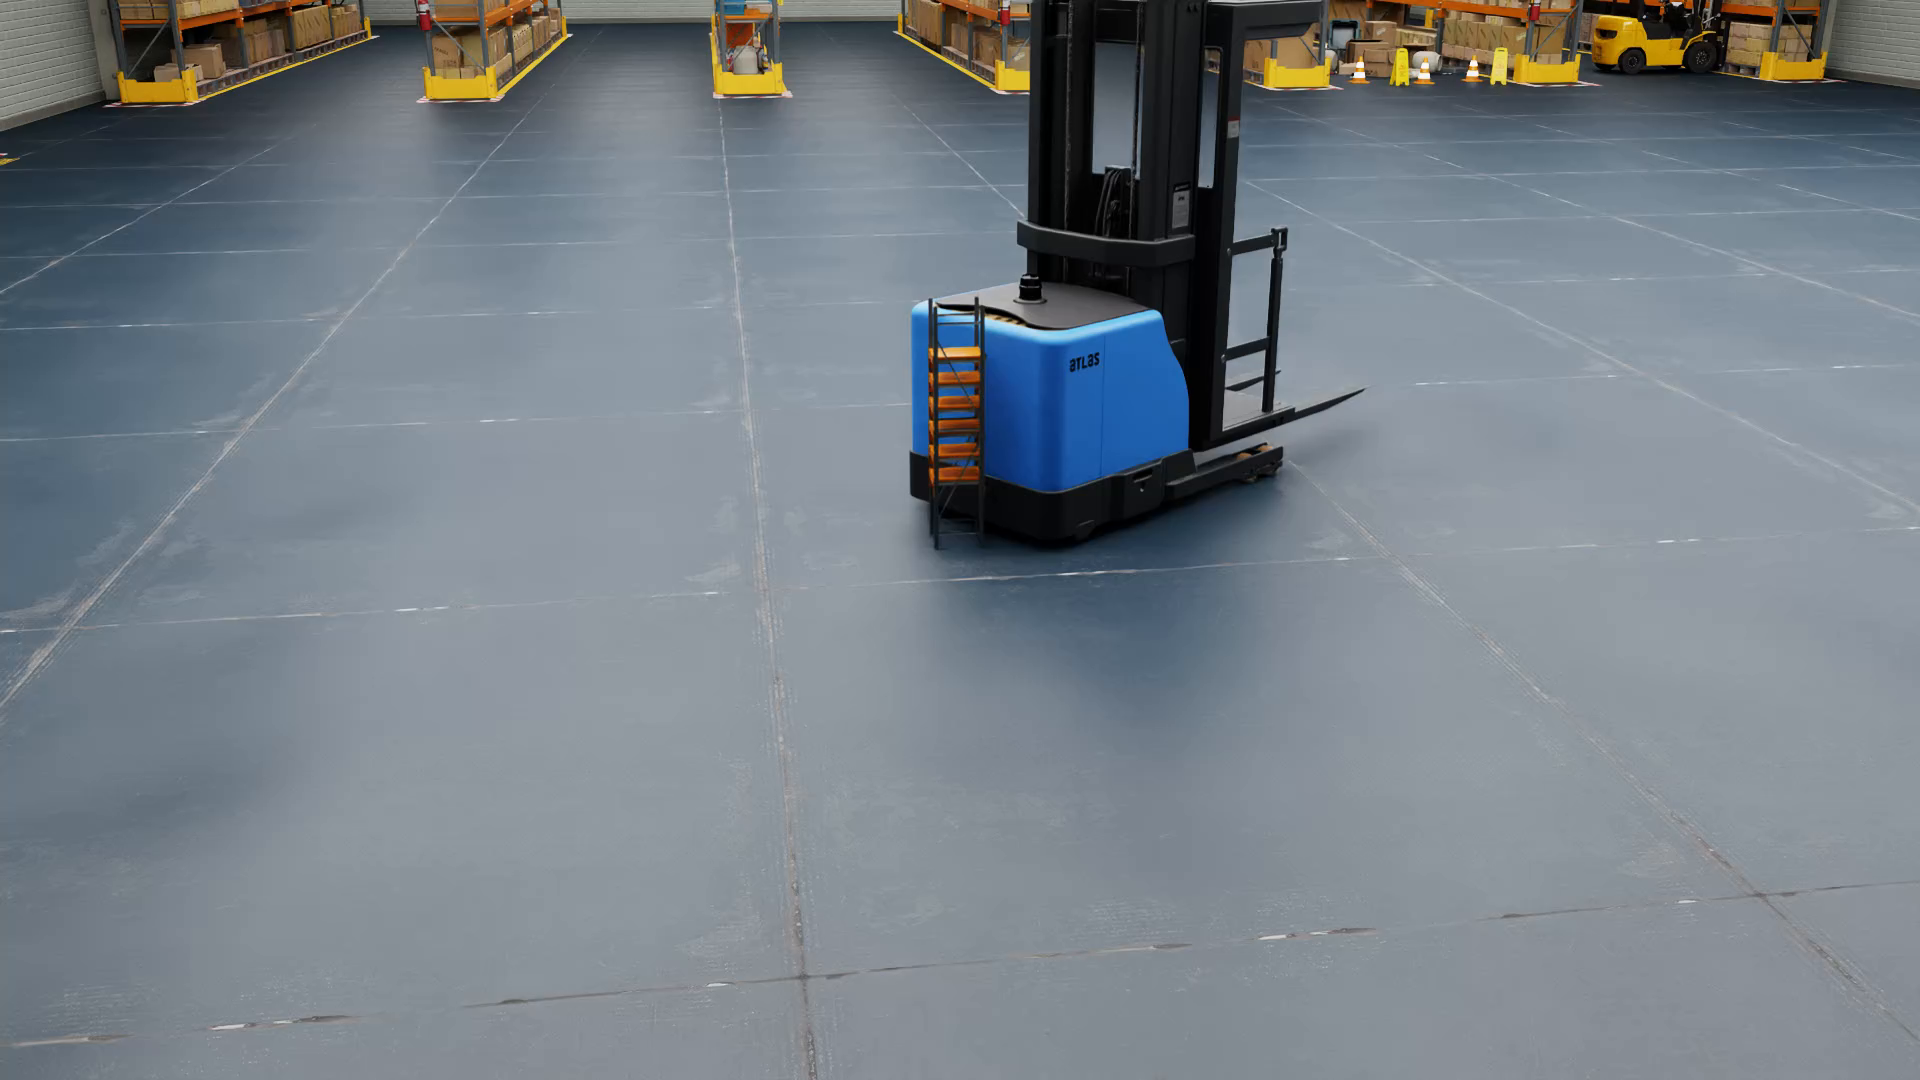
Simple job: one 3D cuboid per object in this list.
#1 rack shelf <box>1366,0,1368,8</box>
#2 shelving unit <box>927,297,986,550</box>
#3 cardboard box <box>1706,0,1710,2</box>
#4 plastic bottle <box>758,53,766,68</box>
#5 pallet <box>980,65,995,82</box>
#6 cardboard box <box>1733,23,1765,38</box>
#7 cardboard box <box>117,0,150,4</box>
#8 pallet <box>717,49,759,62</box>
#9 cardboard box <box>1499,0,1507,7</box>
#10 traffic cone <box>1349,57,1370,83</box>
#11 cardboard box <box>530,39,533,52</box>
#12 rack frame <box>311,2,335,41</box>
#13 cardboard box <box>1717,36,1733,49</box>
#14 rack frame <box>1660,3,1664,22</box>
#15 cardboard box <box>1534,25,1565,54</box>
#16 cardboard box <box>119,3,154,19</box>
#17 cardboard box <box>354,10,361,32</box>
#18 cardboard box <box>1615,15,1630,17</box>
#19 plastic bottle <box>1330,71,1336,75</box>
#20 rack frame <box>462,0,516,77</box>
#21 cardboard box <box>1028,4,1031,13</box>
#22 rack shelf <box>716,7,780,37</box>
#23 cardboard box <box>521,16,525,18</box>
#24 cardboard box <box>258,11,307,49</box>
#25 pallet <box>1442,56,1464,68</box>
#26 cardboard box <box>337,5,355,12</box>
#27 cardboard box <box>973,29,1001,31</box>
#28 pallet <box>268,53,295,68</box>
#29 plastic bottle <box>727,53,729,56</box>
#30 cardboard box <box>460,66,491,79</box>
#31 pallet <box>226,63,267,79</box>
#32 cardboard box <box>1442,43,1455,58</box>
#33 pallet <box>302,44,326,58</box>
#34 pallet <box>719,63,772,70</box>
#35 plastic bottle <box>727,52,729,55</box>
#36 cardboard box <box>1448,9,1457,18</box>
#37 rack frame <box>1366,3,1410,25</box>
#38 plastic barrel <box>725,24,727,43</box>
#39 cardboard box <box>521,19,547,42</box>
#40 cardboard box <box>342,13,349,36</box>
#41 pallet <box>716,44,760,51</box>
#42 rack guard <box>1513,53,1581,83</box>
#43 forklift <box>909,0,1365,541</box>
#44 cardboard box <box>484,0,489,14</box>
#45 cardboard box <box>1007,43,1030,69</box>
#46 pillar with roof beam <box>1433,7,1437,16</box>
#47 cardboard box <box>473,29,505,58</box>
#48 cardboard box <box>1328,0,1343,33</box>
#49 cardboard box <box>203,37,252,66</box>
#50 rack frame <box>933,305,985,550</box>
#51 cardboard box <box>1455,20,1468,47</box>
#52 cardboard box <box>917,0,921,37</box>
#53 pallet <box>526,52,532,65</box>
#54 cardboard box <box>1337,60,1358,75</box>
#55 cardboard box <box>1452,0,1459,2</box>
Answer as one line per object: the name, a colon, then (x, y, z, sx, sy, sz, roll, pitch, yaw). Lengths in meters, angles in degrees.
rack shelf: (9.604, -13.148, 40.160, 1.077, 0.370, 4.000, -3, 21, -8)
shelving unit: (-0.017, -0.551, 7.975, 0.258, 1.200, 0.189, -3, 21, -8)
cardboard box: (15.352, -11.185, 33.732, 0.500, 0.500, 0.500, -3, 21, -8)
plastic bottle: (-3.767, -9.145, 31.678, 0.152, 0.276, 0.135, -3, 21, -7)
pallet: (0.974, -8.947, 31.870, 1.003, 0.211, 1.213, -3, 21, -8)
cardboard box: (15.503, -9.972, 32.528, 0.500, 0.250, 0.500, -3, 21, -7)
cardboard box: (-13.744, -9.216, 27.719, 0.500, 0.500, 0.500, -3, 21, -8)
pallet: (-4.742, -10.466, 35.937, 1.003, 0.211, 1.213, -3, 21, -8)
cardboard box: (10.551, -10.283, 31.821, 0.380, 0.149, 0.250, -3, 21, -7)
traffic cone: (7.491, -8.805, 31.130, 0.336, 0.463, 0.334, -3, 21, -8)
cardboard box: (-9.400, -10.533, 35.460, 0.500, 0.250, 0.500, -2, 21, -6)
rack frame: (-15.195, -12.928, 38.543, 1.000, 3.000, 0.127, -3, 21, -8)
cardboard box: (15.421, -9.922, 33.109, 0.500, 0.250, 0.500, -3, 21, -9)
rack frame: (15.381, -11.659, 35.146, 1.000, 3.000, 0.127, -3, 21, -8)
cardboard box: (11.199, -9.584, 31.847, 0.500, 0.500, 0.500, -4, 21, -10)
cardboard box: (-13.725, -8.865, 27.849, 0.500, 0.250, 0.500, -3, 21, -7)
cardboard box: (-15.572, -13.102, 41.980, 0.700, 0.500, 0.500, -3, 21, -8)
cardboard box: (15.080, -11.453, 37.387, 0.875, 0.625, 0.625, -4, 21, -10)
plastic bottle: (7.253, -9.195, 32.747, 0.283, 0.061, 0.133, -11, 23, -26)
rack frame: (-9.141, -10.409, 31.800, 1.000, 3.000, 0.127, -3, 21, -8)
cardboard box: (1.434, -9.516, 29.766, 0.380, 0.149, 0.250, -3, 21, -8)
rack shelf: (-3.950, -9.629, 30.737, 1.077, 0.370, 4.000, -3, 21, -8)
cardboard box: (-10.465, -12.035, 39.095, 0.500, 0.500, 0.500, -4, 21, -10)
cardboard box: (-14.595, -10.994, 35.837, 0.750, 0.750, 0.750, -3, 21, -8)
pallet: (10.601, -9.871, 34.342, 1.003, 0.211, 1.213, -3, 21, -8)
cardboard box: (-15.336, -13.282, 41.535, 0.380, 0.149, 0.250, -2, 21, -6)
cardboard box: (0.545, -10.323, 34.511, 0.700, 0.500, 0.500, -3, 21, -8)
pallet: (-14.508, -9.966, 34.598, 1.003, 0.211, 1.213, -3, 21, -8)
plastic bottle: (-4.444, -9.110, 31.478, 0.144, 0.351, 0.185, -3, 21, -8)
cardboard box: (-8.421, -8.130, 29.026, 0.500, 0.250, 0.500, -3, 21, -8)
pallet: (-14.156, -9.121, 32.337, 1.003, 0.211, 1.213, -3, 21, -8)
cardboard box: (10.287, -10.098, 34.296, 0.500, 0.250, 0.500, -4, 21, -10)
pallet: (-14.830, -10.935, 37.193, 1.003, 0.211, 1.213, -3, 21, -8)
pallet: (-4.183, -9.117, 32.325, 1.003, 0.211, 1.213, -3, 21, -8)
plastic bottle: (-4.447, -9.171, 31.755, 0.097, 0.271, 0.097, 0, 20, 0)
cardboard box: (13.730, -14.325, 45.256, 0.700, 0.500, 0.500, -2, 21, -6)
rack frame: (9.893, -12.793, 38.180, 1.000, 3.000, 0.127, -3, 21, -8)
plastic barrel: (-5.065, -11.670, 38.020, 0.600, 0.588, 0.708, -3, 21, -8)
cardboard box: (-9.804, -11.713, 38.233, 0.500, 0.500, 0.500, -3, 21, -7)
cardboard box: (-15.343, -12.570, 40.556, 0.700, 0.500, 0.500, -2, 21, -6)
pallet: (-4.970, -11.007, 37.386, 1.003, 0.211, 1.213, -3, 21, -8)
rack guard: (11.035, -8.878, 31.272, 1.175, 0.500, 0.348, -3, 21, -8)
forklift: (1.140, -1.793, 8.829, 3.031, 2.935, 1.130, -19, 28, -41)
cardboard box: (-8.765, -9.587, 29.456, 0.700, 0.500, 0.500, -3, 21, -7)
cardboard box: (1.046, -8.971, 30.920, 0.500, 0.500, 0.500, 2, 21, 6)
pillar with roof beam: (9.894, -19.386, 47.260, 9.100, 9.000, 0.400, -3, 21, -8)
cardboard box: (-8.721, -9.173, 30.747, 0.500, 0.500, 0.500, -3, 21, -8)
cardboard box: (9.622, -12.856, 40.786, 0.875, 0.875, 0.875, -2, 21, -6)
cardboard box: (-14.165, -9.447, 32.168, 0.700, 0.500, 0.500, -2, 21, -6)
rack frame: (-0.005, -0.519, 7.890, 0.240, 1.200, 0.006, -3, 21, -8)
cardboard box: (10.376, -10.265, 33.670, 0.500, 0.500, 0.500, -2, 21, -6)
cardboard box: (-0.378, -12.658, 40.258, 1.225, 0.875, 0.875, -3, 21, -8)
pallet: (-9.637, -10.201, 35.227, 1.003, 0.211, 1.213, -3, 21, -8)
cardboard box: (7.656, -9.340, 32.844, 0.396, 0.266, 0.258, 1, 20, 2)
cardboard box: (10.285, -11.080, 33.953, 0.380, 0.149, 0.250, -2, 21, -6)
